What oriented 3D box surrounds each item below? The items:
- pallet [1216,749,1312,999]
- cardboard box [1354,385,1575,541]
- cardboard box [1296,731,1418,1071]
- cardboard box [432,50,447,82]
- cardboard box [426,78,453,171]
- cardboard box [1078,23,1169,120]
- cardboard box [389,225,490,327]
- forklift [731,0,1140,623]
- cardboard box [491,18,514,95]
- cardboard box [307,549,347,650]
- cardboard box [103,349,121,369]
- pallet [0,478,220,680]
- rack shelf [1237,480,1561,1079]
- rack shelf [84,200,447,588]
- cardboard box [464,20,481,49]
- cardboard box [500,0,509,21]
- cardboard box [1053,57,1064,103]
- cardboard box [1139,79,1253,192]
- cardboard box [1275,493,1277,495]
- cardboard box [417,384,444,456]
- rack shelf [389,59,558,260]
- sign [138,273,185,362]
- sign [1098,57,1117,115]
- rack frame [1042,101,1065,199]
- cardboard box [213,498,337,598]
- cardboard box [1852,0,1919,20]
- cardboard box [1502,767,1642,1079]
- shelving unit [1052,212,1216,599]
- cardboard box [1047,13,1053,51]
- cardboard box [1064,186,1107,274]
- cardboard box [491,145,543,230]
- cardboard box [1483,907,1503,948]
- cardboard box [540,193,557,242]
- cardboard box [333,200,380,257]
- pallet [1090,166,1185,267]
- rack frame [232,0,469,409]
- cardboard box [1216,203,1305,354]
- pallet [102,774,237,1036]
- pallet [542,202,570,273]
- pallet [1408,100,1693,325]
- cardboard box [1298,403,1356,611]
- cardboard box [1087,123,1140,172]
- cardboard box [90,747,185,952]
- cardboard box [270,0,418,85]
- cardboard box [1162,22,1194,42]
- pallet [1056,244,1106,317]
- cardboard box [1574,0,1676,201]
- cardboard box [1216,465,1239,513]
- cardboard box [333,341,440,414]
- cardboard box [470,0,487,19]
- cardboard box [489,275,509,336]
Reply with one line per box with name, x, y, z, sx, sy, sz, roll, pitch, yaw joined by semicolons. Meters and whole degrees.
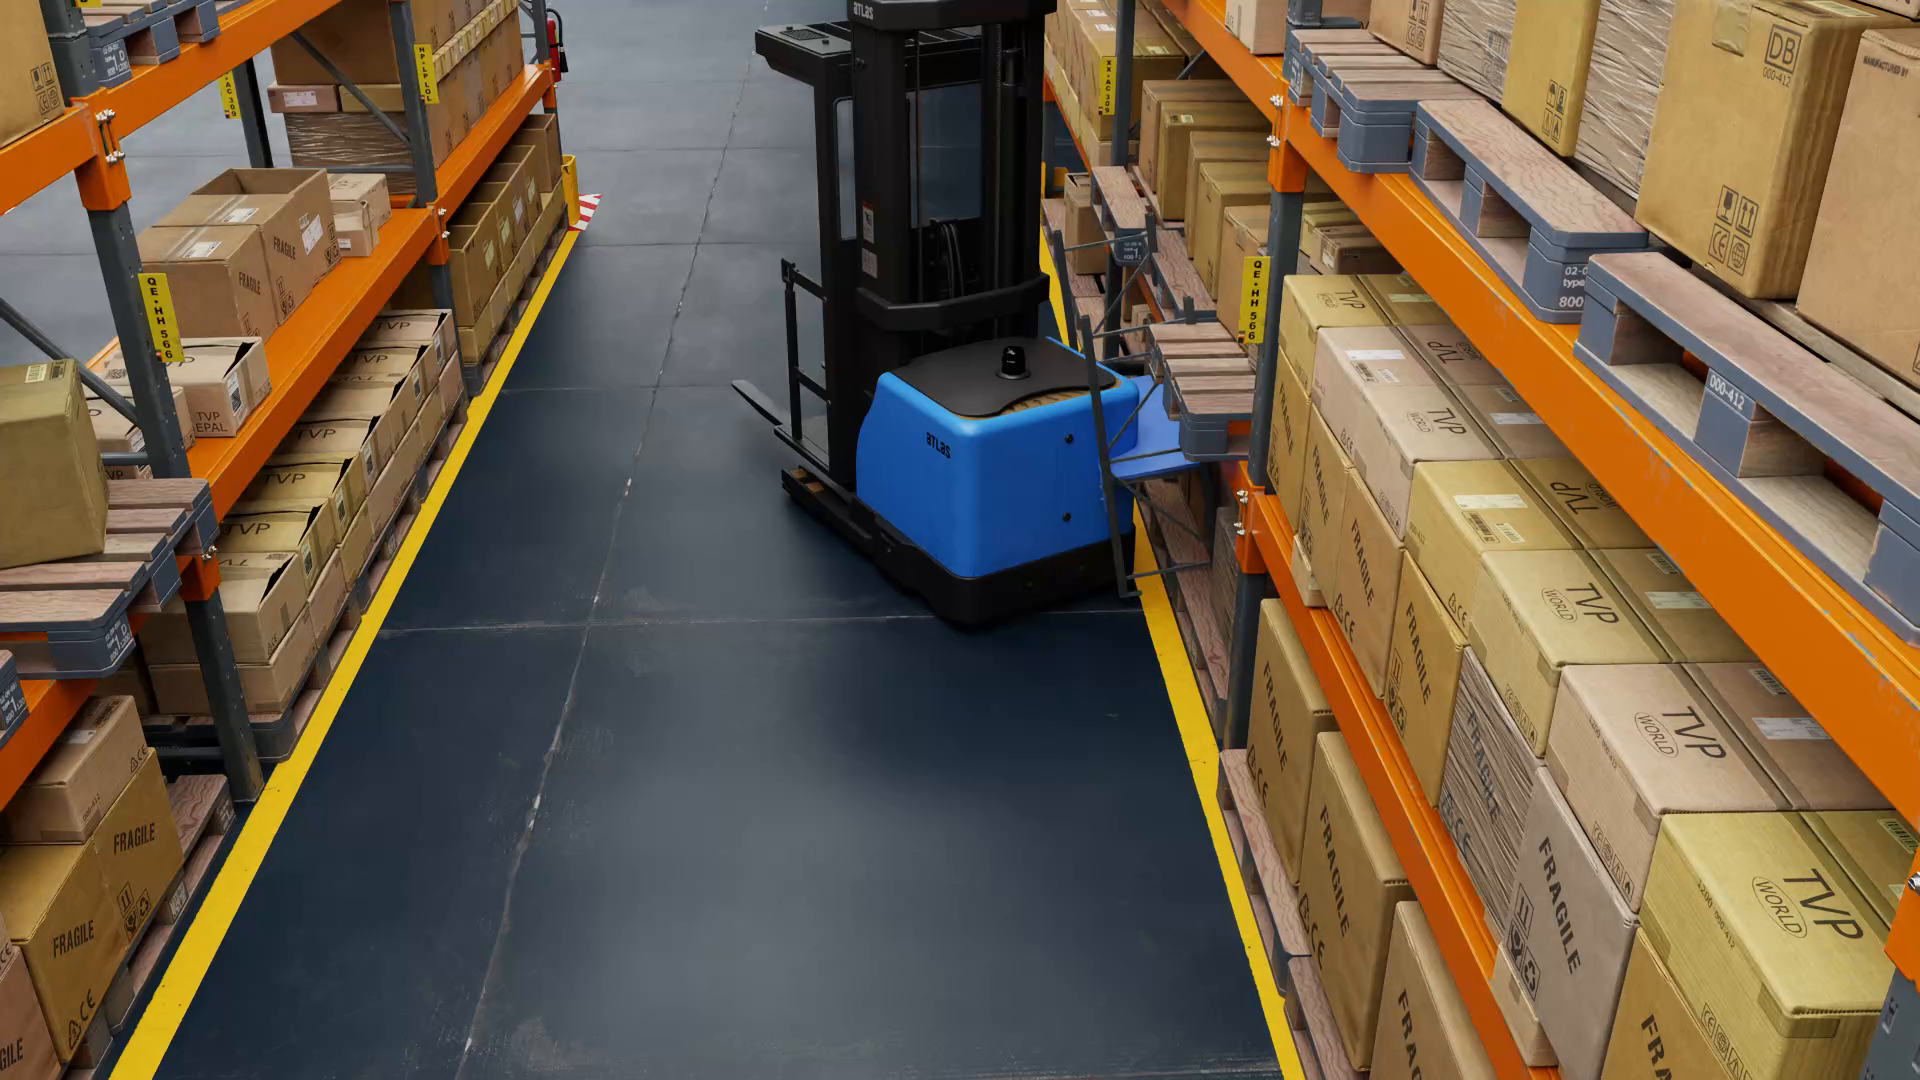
pallet;1.570;1.200;6.221;1.003;0.211;1.213;-1;28;-3
cardboard box;1.429;-0.225;4.675;0.500;0.250;0.500;-1;28;-2
cardboard box;1.551;1.112;5.244;0.750;0.750;0.750;-2;28;-3
cardboard box;-3.416;-2.945;10.343;0.380;0.149;0.250;-2;28;-3
cardboard box;-3.615;-2.621;10.423;0.700;0.500;0.500;-2;28;-3
cardboard box;1.030;-2.965;10.522;0.500;0.500;0.500;-2;28;-3
cardboard box;-3.263;-1.649;10.377;0.500;0.500;0.500;-1;28;-3
forklift;-0.324;-1.548;8.548;1.130;2.935;3.031;-16;31;-27
cardboard box;-3.717;-3.561;12.226;0.700;0.500;0.500;-1;28;-1
cardboard box;-3.104;0.271;7.506;0.500;0.250;0.500;-2;28;-4
cardboard box;-3.466;-0.757;7.229;0.380;0.149;0.250;1;28;1
pallet;-3.237;0.116;5.492;1.213;0.211;1.003;-1;28;-3
rack shelf;1.708;0.840;4.673;1.077;0.370;4.000;-1;28;-3
rack shelf;-3.447;-0.885;7.982;1.077;0.370;4.000;-1;28;-3
cardboard box;-3.467;-3.419;11.252;0.380;0.149;0.250;-2;28;-3
cardboard box;-3.522;-3.896;12.168;0.380;0.149;0.250;-2;28;-3
cardboard box;0.957;-3.331;12.034;0.500;0.250;0.500;-2;28;-3
cardboard box;1.388;-2.253;9.242;0.700;0.500;0.500;-1;28;-2
cardboard box;1.547;-0.417;7.723;0.500;0.250;0.500;-1;28;-2
cardboard box;-3.216;-0.677;9.324;0.500;0.250;0.500;-2;28;-3
rack shelf;-3.656;-2.733;11.524;1.077;0.370;4.000;-1;28;-3
sign;-2.801;-0.777;5.829;0.100;0.325;0.005;-1;28;-3
sign;0.854;-2.617;9.587;0.100;0.325;0.005;-1;28;-3
rack frame;1.186;-4.097;13.361;1.000;3.000;0.127;-1;28;-3
cardboard box;-3.113;0.012;7.396;0.500;0.311;0.500;-2;28;-4
cardboard box;1.854;-1.121;3.017;0.500;0.250;0.500;-2;28;-4
cardboard box;1.501;0.818;3.487;0.500;0.500;0.500;-1;28;-2
shelving unit;0.859;-0.659;8.089;0.538;1.500;1.048;-10;32;2
cardboard box;0.927;-3.915;12.343;0.500;0.500;0.500;-1;28;-2
cardboard box;1.151;-2.258;12.064;0.700;0.500;0.500;-3;28;-6
cardboard box;-3.368;-2.573;12.148;0.500;0.500;0.500;-1;28;-3
cardboard box;1.488;0.927;3.980;0.380;0.149;0.250;-1;28;-3
cardboard box;-3.399;-2.471;12.764;0.500;0.250;0.500;-1;28;-3
cardboard box;-3.322;-1.667;8.848;0.396;0.266;0.258;-2;28;-4
pallet;1.290;-1.808;9.180;1.003;0.211;1.213;-1;28;-3
rack frame;-3.552;-2.128;9.587;1.000;3.000;0.127;-1;28;-3
cardboard box;1.513;-1.116;7.062;0.700;0.500;0.500;-4;28;-7
pallet;-3.341;1.301;6.027;1.003;0.211;1.213;-1;28;-3
pallet;-3.679;-2.387;13.098;1.003;0.211;1.213;-1;28;-3
pallet;1.752;-0.836;4.070;1.003;0.211;1.213;0;28;0
cardboard box;1.392;-0.115;5.275;0.500;0.500;0.500;0;28;-1
cardboard box;1.068;-2.403;10.255;0.500;0.250;0.500;-1;28;-3
cardboard box;-3.059;1.059;5.704;0.500;0.500;0.500;0;28;-1
cardboard box;-3.581;-2.952;9.656;0.700;0.500;0.500;-1;28;-2
cardboard box;1.556;-2.985;10.560;0.500;0.500;0.500;-2;28;-3
pallet;1.258;-1.887;12.140;1.003;0.211;1.213;-1;28;-3
cardboard box;1.821;-1.022;3.638;0.700;0.500;0.500;-1;28;-3
cardboard box;1.604;-0.061;7.850;0.700;0.500;0.500;-1;28;-3
cardboard box;-3.211;-0.924;9.190;0.500;0.311;0.500;-1;28;-1
cardboard box;-3.686;-3.879;11.433;0.700;0.500;0.500;-1;28;-2
cardboard box;-3.294;-1.548;10.993;0.500;0.250;0.500;-1;28;-3
